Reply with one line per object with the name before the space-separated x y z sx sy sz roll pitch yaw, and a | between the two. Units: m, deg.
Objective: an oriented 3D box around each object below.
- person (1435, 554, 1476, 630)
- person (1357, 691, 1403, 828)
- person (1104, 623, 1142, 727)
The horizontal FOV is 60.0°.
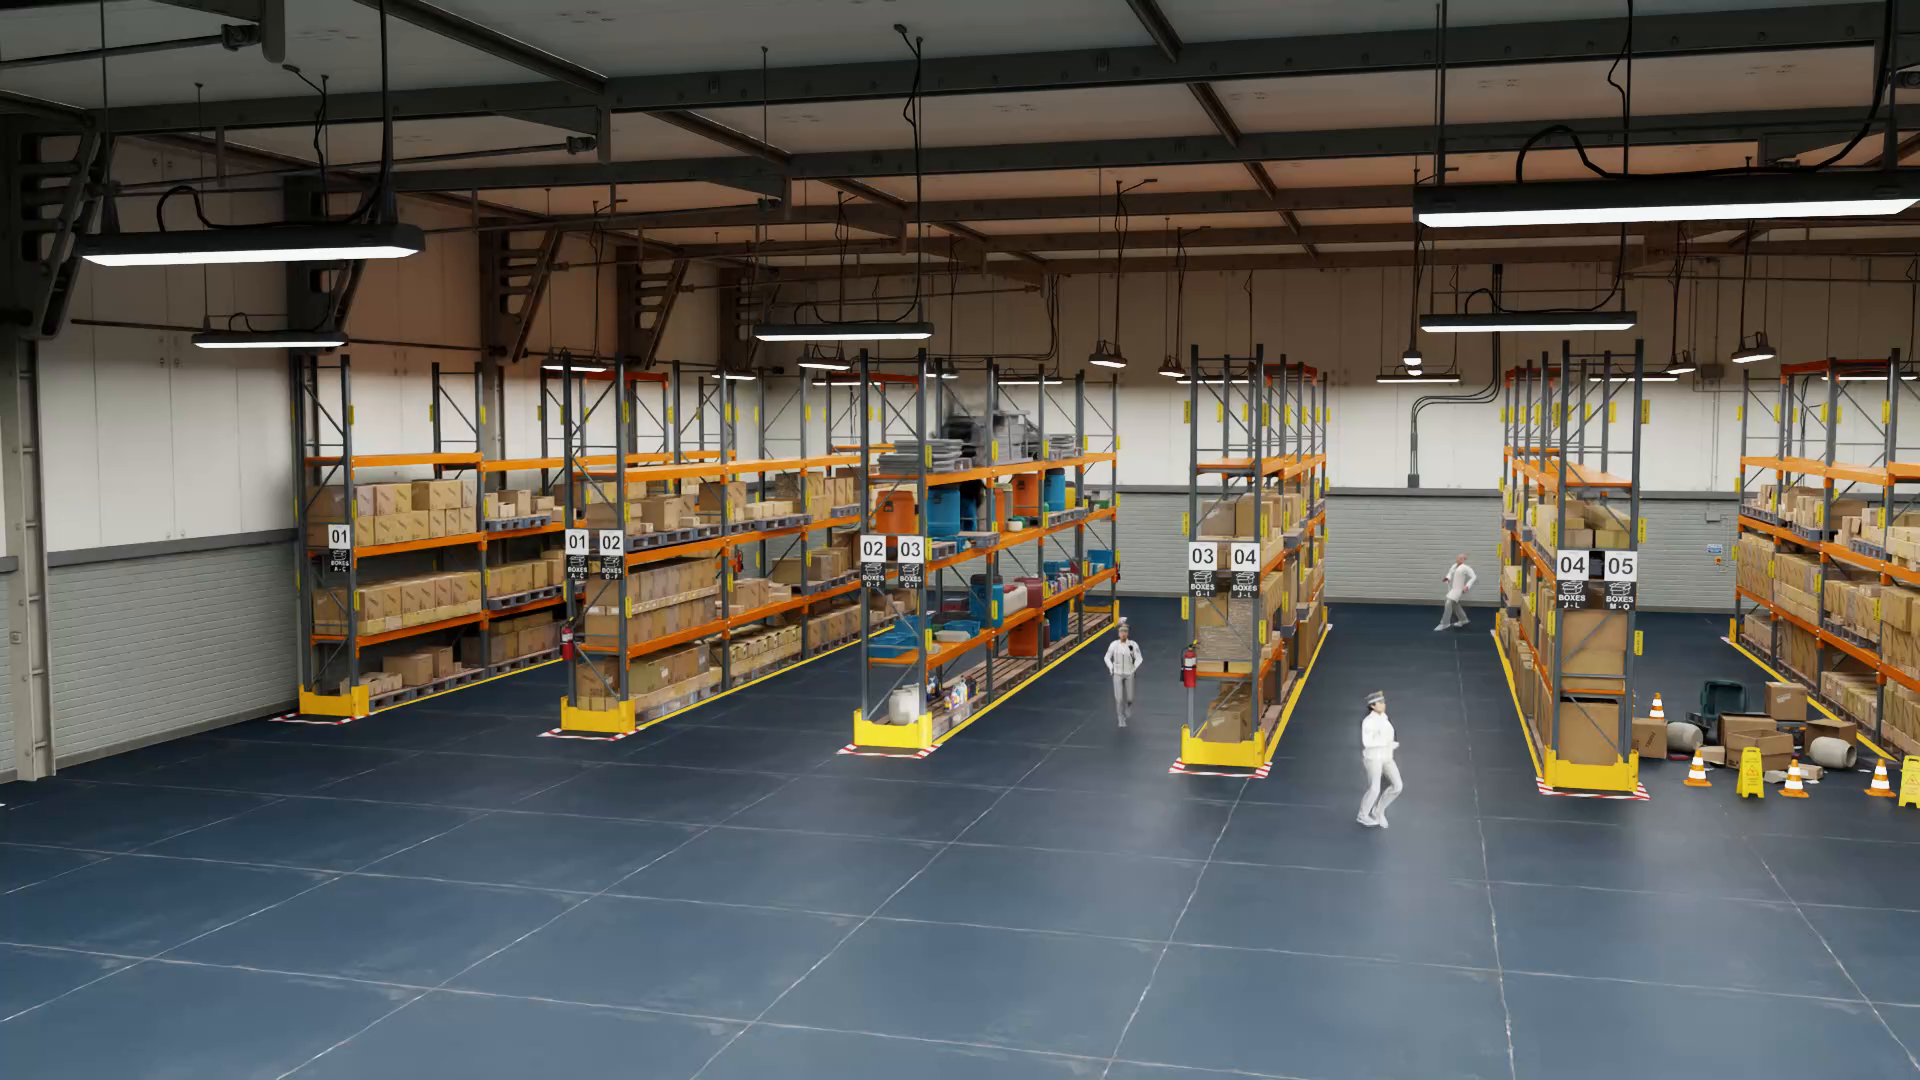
person | 11.559 1.210 38.734 0.932 1.792 0.767 -1 4 -15
person | 5.092 2.658 20.079 0.598 1.691 0.627 -4 6 -40
person | 2.607 2.141 26.582 0.614 1.641 0.580 0 4 6
